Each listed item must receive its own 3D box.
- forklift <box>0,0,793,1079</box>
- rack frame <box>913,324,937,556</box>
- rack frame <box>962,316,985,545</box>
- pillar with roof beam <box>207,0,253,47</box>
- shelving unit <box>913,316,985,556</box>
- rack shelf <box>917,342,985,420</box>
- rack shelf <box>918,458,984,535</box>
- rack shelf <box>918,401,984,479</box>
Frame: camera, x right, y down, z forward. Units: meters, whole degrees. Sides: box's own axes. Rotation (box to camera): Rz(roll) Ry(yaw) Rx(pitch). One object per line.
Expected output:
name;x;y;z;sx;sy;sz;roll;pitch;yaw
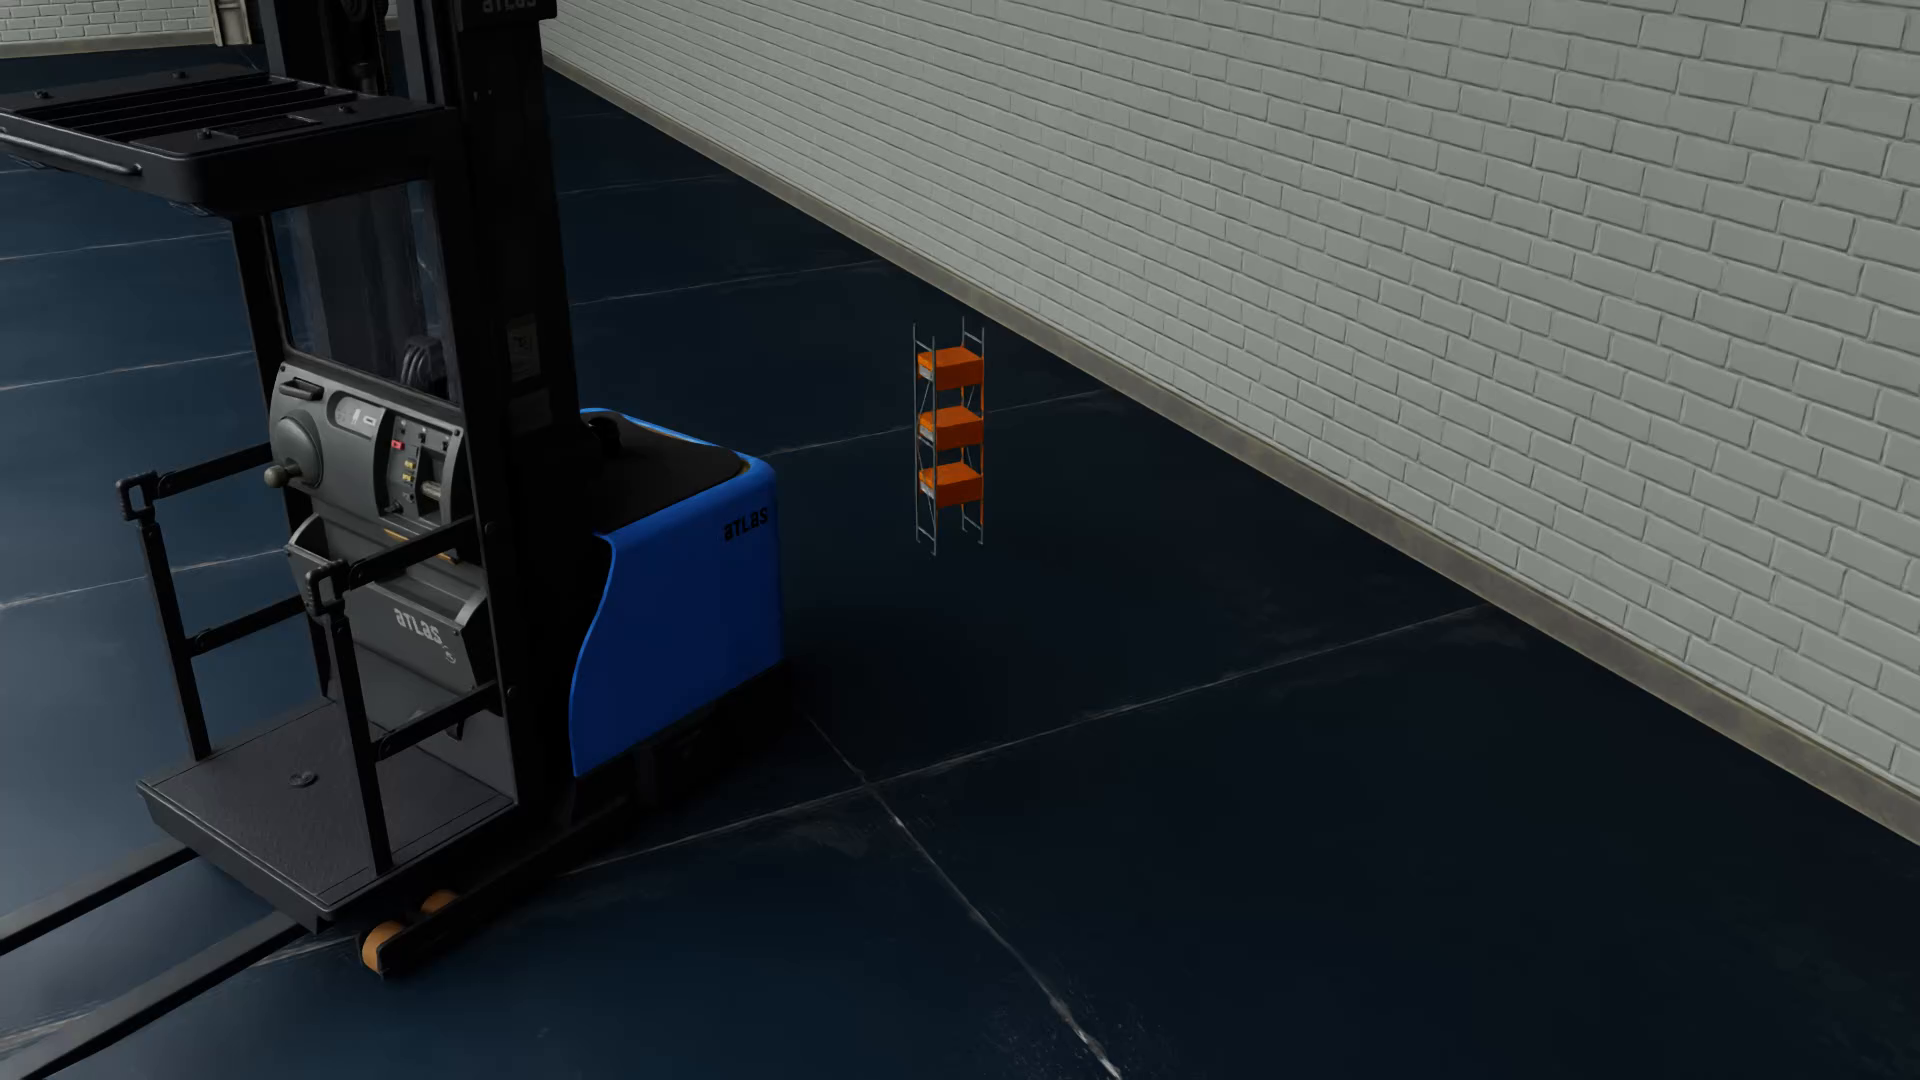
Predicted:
forklift;-1.930;-0.247;4.878;1.130;2.935;3.031;19;31;34
rack frame;-0.155;-0.438;7.448;0.008;1.050;0.200;-13;29;-25
rack frame;0.060;-0.487;7.552;0.008;1.050;0.200;-13;29;-25
pillar with roof beam;-6.922;-8.532;15.124;0.400;9.000;9.100;-13;29;-25
shelving unit;-0.047;-0.462;7.500;0.252;1.050;0.215;-13;29;-25
rack shelf;-0.047;-0.709;7.382;0.240;0.259;0.215;-13;29;-25
rack shelf;-0.047;-0.202;7.625;0.240;0.259;0.215;-13;29;-25
rack shelf;-0.047;-0.453;7.505;0.240;0.259;0.215;-13;29;-25
